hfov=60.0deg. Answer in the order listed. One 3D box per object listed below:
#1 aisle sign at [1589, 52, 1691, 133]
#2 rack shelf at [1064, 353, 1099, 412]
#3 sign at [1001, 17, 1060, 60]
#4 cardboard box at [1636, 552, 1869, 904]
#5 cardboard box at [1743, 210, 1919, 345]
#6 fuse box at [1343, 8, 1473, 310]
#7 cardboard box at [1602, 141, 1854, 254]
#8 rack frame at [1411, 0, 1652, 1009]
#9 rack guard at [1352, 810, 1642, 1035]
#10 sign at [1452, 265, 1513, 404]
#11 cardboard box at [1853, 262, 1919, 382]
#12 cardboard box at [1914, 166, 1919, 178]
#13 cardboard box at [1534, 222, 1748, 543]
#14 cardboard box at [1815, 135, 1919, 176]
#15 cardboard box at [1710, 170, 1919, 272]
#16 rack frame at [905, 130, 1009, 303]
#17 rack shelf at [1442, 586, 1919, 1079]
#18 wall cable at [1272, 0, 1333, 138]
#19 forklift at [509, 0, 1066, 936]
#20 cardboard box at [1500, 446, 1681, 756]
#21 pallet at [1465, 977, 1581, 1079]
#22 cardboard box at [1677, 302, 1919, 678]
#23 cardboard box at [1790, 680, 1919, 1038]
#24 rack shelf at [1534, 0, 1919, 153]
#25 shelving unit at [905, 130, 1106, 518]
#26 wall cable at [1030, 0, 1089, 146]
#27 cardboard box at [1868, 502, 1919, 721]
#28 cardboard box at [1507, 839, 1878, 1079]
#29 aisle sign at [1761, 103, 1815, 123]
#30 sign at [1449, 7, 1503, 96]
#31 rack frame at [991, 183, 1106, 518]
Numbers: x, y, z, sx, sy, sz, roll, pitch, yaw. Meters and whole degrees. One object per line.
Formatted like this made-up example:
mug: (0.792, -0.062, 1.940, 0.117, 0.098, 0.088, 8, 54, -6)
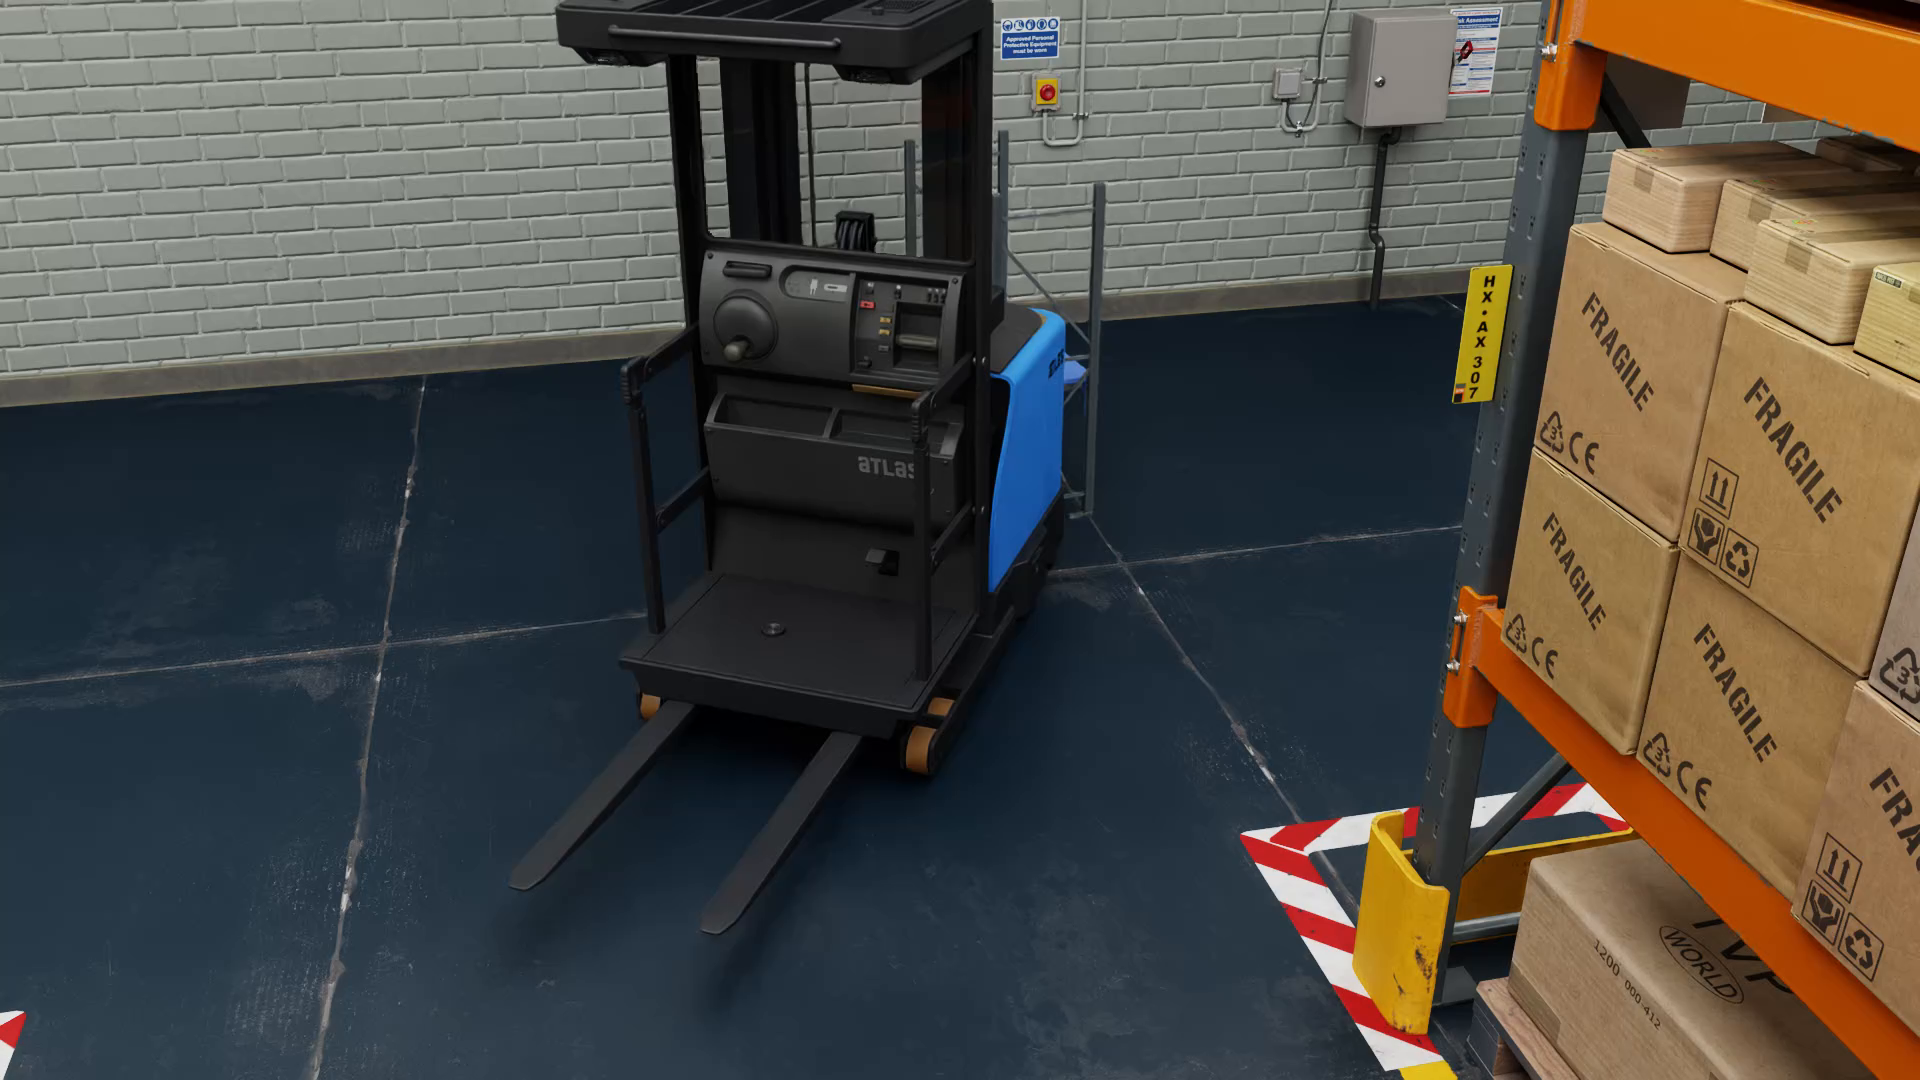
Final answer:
aisle sign: (1.435, -1.262, 3.536, 0.394, 0.787, 0.004, -6, 27, -12)
rack shelf: (0.174, -0.804, 7.577, 0.538, 0.185, 1.000, -10, 28, -19)
sign: (0.380, -2.715, 9.000, 0.327, 0.218, 0.001, -6, 27, -12)
cardboard box: (1.704, 0.315, 3.186, 0.500, 0.500, 0.500, -6, 27, -12)
cardboard box: (1.620, -0.462, 2.897, 0.380, 0.149, 0.250, -5, 27, -10)
fuse box: (2.520, -2.146, 9.603, 0.539, 1.711, 0.414, -6, 27, -12)
cardboard box: (1.544, -0.696, 3.359, 0.380, 0.149, 0.250, -5, 27, -11)
rack frame: (1.734, -0.099, 4.118, 1.000, 3.000, 0.127, -6, 27, -12)
rack guard: (1.729, 1.006, 4.702, 1.175, 0.500, 0.348, -6, 27, -12)
sign: (1.192, -0.467, 3.798, 0.100, 0.325, 0.005, -6, 27, -12)
cardboard box: (1.697, -0.349, 2.671, 0.380, 0.149, 0.250, -7, 28, -13)
cardboard box: (2.091, -0.634, 3.236, 0.380, 0.149, 0.250, -5, 27, -11)
cardboard box: (1.565, -0.351, 3.395, 0.500, 0.500, 0.500, -7, 28, -13)
cardboard box: (2.010, -0.743, 3.452, 0.380, 0.149, 0.250, -6, 27, -11)
cardboard box: (1.673, -0.588, 3.146, 0.380, 0.149, 0.250, -5, 27, -10)
rack frame: (-0.013, -1.177, 7.918, 0.500, 1.500, 0.032, -10, 28, -19)
rack shelf: (2.185, 1.100, 2.540, 1.077, 0.370, 4.000, -6, 27, -12)
wall cable: (1.820, -3.175, 9.084, 0.588, 1.984, 0.122, -6, 27, -12)
forklift: (-0.507, -0.713, 5.411, 1.130, 2.935, 3.031, 8, 28, 16)
cardboard box: (1.563, 0.096, 3.620, 0.500, 0.500, 0.500, -6, 27, -12)
pallet: (1.991, 1.489, 4.066, 1.003, 0.211, 1.213, -6, 27, -12)
cardboard box: (1.688, -0.125, 2.947, 0.500, 0.500, 0.500, -7, 28, -13)
cardboard box: (1.801, 0.540, 2.740, 0.500, 0.500, 0.500, -6, 27, -12)
rack shelf: (2.185, -0.239, 1.864, 1.077, 0.370, 4.000, -6, 27, -12)
shelving unit: (0.174, -0.964, 7.496, 0.538, 1.500, 1.048, -10, 28, -19)
wall cable: (0.441, -3.040, 8.781, 0.585, 1.953, 0.123, -6, 27, -12)
cardboard box: (1.812, 0.101, 2.501, 0.500, 0.500, 0.500, -6, 27, -12)
cardboard box: (1.980, 1.137, 4.047, 0.875, 0.438, 0.875, -7, 28, -13)
aisle sign: (2.020, -1.323, 3.657, 0.394, 0.787, 0.004, -6, 27, -12)
sign: (2.955, -2.820, 9.614, 0.329, 0.494, 0.001, -6, 27, -12)
rack frame: (0.360, -0.751, 7.074, 0.500, 1.500, 0.032, -10, 28, -19)
